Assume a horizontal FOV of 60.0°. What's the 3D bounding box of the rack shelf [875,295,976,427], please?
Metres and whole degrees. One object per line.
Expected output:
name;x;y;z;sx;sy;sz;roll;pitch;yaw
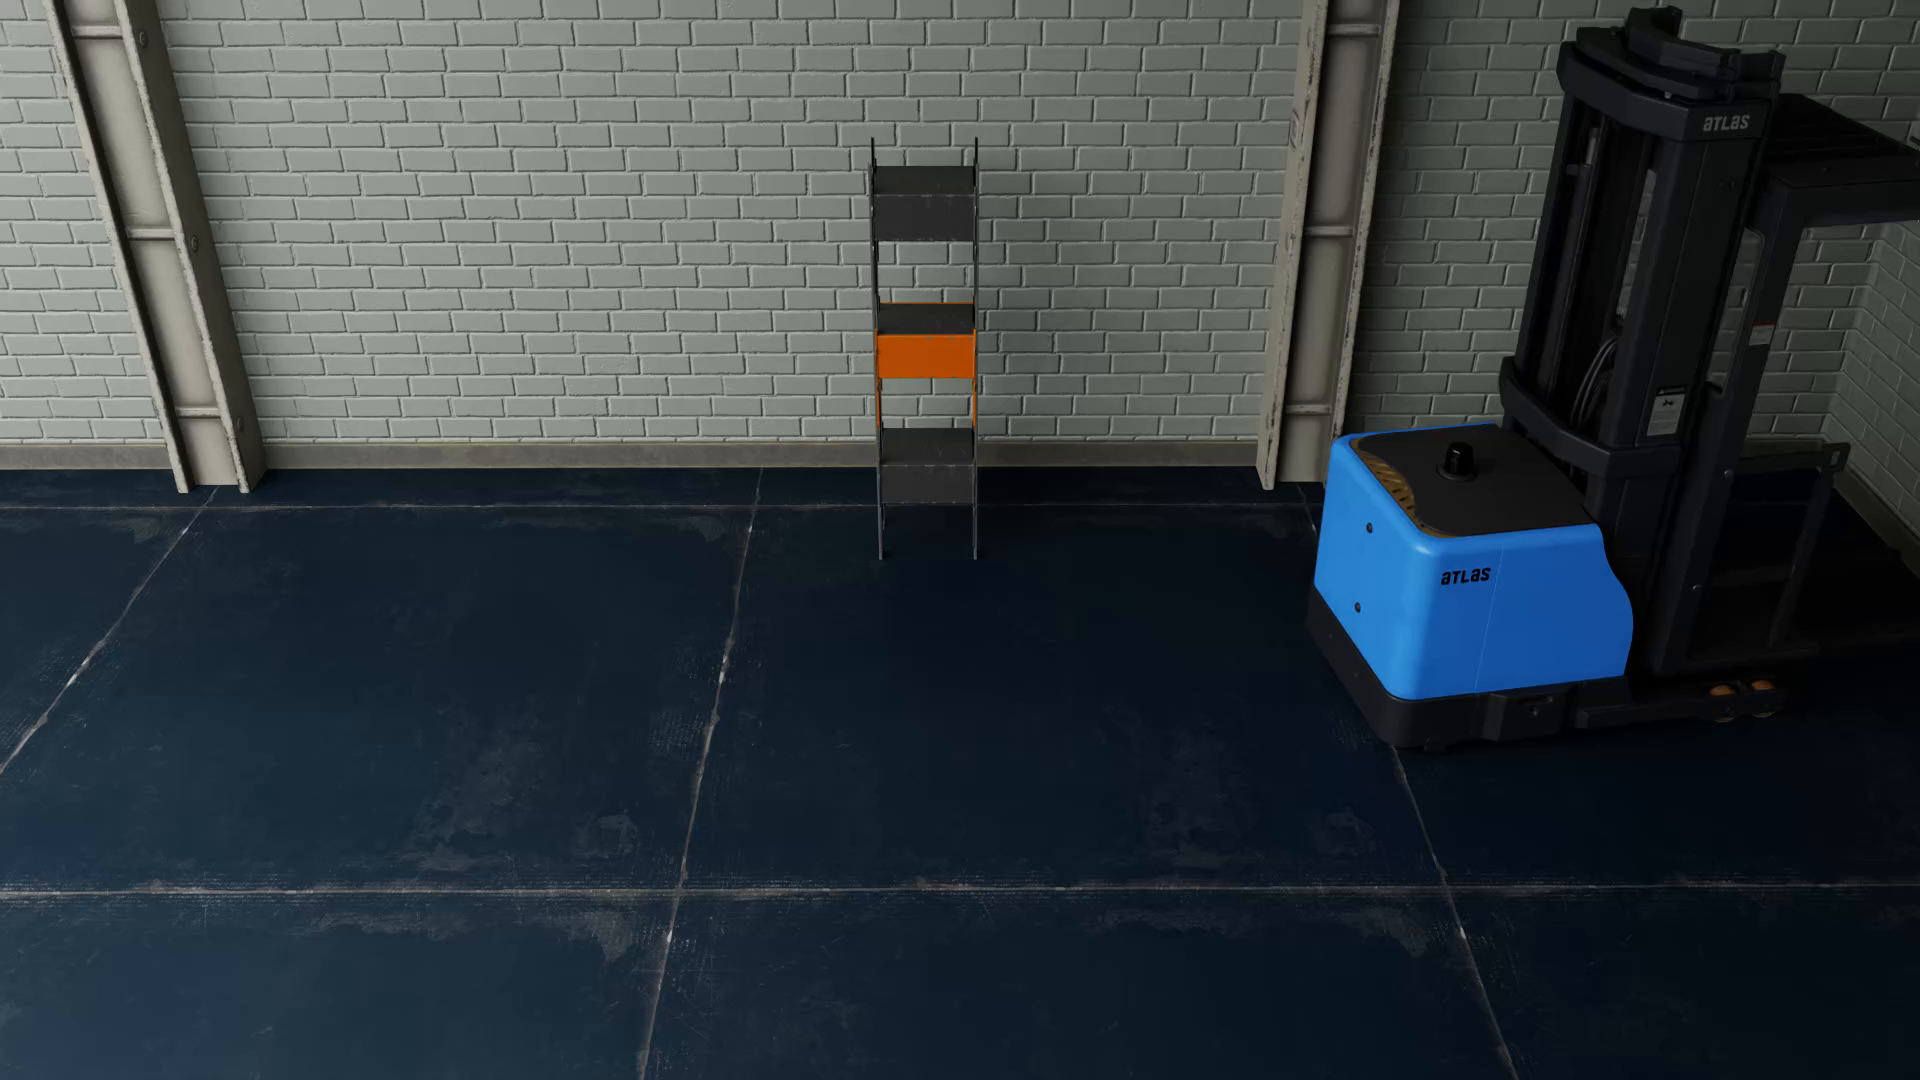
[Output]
rack shelf;-0.166;-0.885;8.212;0.480;0.518;0.431;0;31;0

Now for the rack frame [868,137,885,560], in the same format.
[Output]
rack frame;-0.410;-0.896;8.203;0.015;2.100;0.400;0;31;0

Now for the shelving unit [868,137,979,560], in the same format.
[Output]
shelving unit;-0.166;-0.897;8.204;0.503;2.100;0.431;0;31;0

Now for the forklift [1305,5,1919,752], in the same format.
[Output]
forklift;3.216;-0.705;7.086;3.031;2.935;1.130;-6;32;-9

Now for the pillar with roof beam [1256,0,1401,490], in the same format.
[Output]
pillar with roof beam;1.907;-1.974;3.329;0.400;9.000;9.100;0;31;0

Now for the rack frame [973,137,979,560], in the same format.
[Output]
rack frame;0.078;-0.898;8.206;0.015;2.100;0.400;0;31;0

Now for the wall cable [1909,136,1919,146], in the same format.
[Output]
wall cable;4.835;-2.203;6.700;0.112;2.526;3.097;0;31;0

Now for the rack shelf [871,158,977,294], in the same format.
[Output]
rack shelf;-0.166;-1.484;7.848;0.480;0.518;0.431;0;31;0

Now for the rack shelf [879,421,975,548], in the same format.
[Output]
rack shelf;-0.166;-0.287;8.575;0.480;0.518;0.431;0;31;0

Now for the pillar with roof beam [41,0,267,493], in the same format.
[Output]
pillar with roof beam;-4.093;-1.956;3.298;0.400;9.000;9.100;0;31;0
